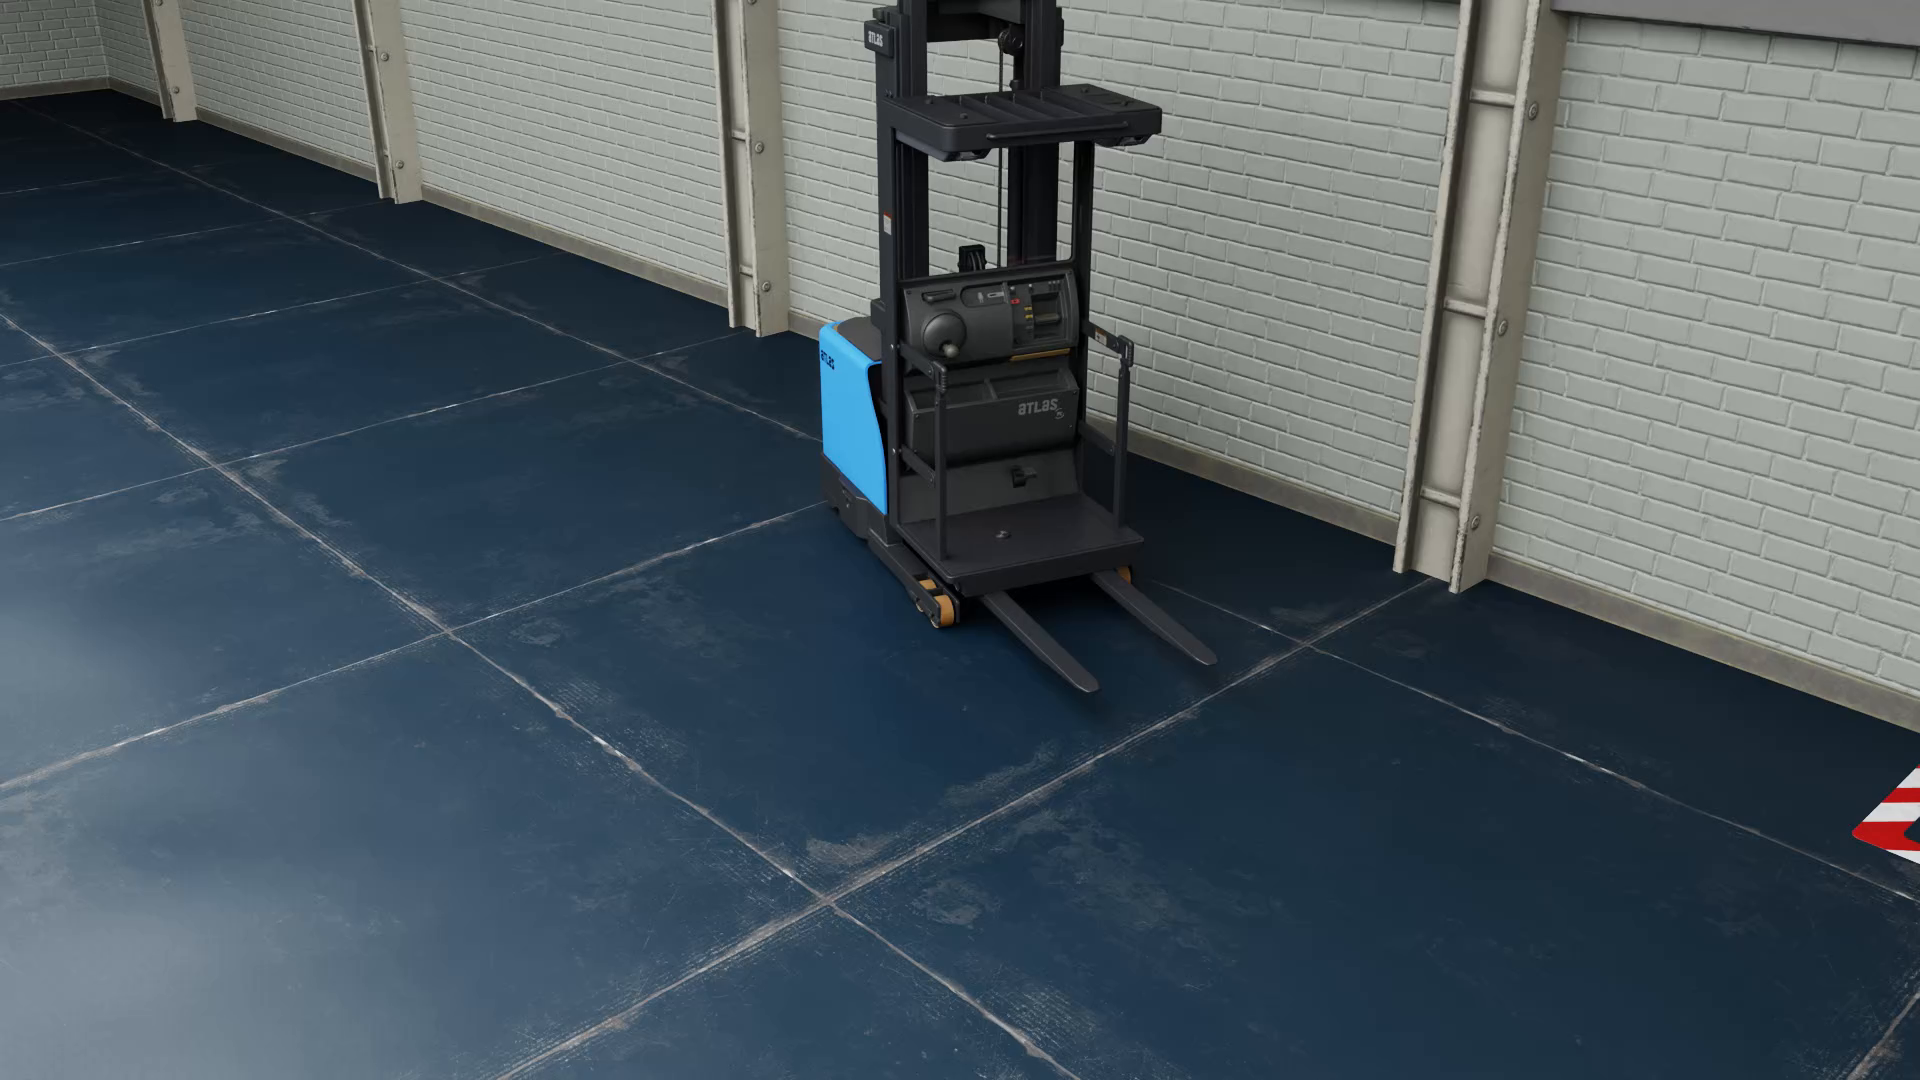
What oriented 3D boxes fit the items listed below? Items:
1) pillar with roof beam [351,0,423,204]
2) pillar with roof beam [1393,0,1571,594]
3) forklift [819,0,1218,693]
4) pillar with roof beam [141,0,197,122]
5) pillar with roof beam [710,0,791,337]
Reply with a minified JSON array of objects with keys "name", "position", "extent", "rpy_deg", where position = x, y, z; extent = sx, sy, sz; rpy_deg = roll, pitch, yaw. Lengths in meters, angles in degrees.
[{"name":"pillar with roof beam","position":[-8.784,-6.332,12.287],"extent":[9.100,9.000,0.400],"rpy_deg":[-21,32,-38]},{"name":"pillar with roof beam","position":[-0.582,-2.696,4.318],"extent":[9.100,9.000,0.400],"rpy_deg":[-21,32,-38]},{"name":"forklift","position":[0.251,-1.097,8.123],"extent":[1.130,2.935,3.031],"rpy_deg":[-10,27,-22]},{"name":"pillar with roof beam","position":[-12.885,-8.150,16.272],"extent":[9.100,9.000,0.400],"rpy_deg":[-21,32,-38]},{"name":"pillar with roof beam","position":[-4.683,-4.514,8.303],"extent":[9.100,9.000,0.400],"rpy_deg":[-21,32,-38]}]
